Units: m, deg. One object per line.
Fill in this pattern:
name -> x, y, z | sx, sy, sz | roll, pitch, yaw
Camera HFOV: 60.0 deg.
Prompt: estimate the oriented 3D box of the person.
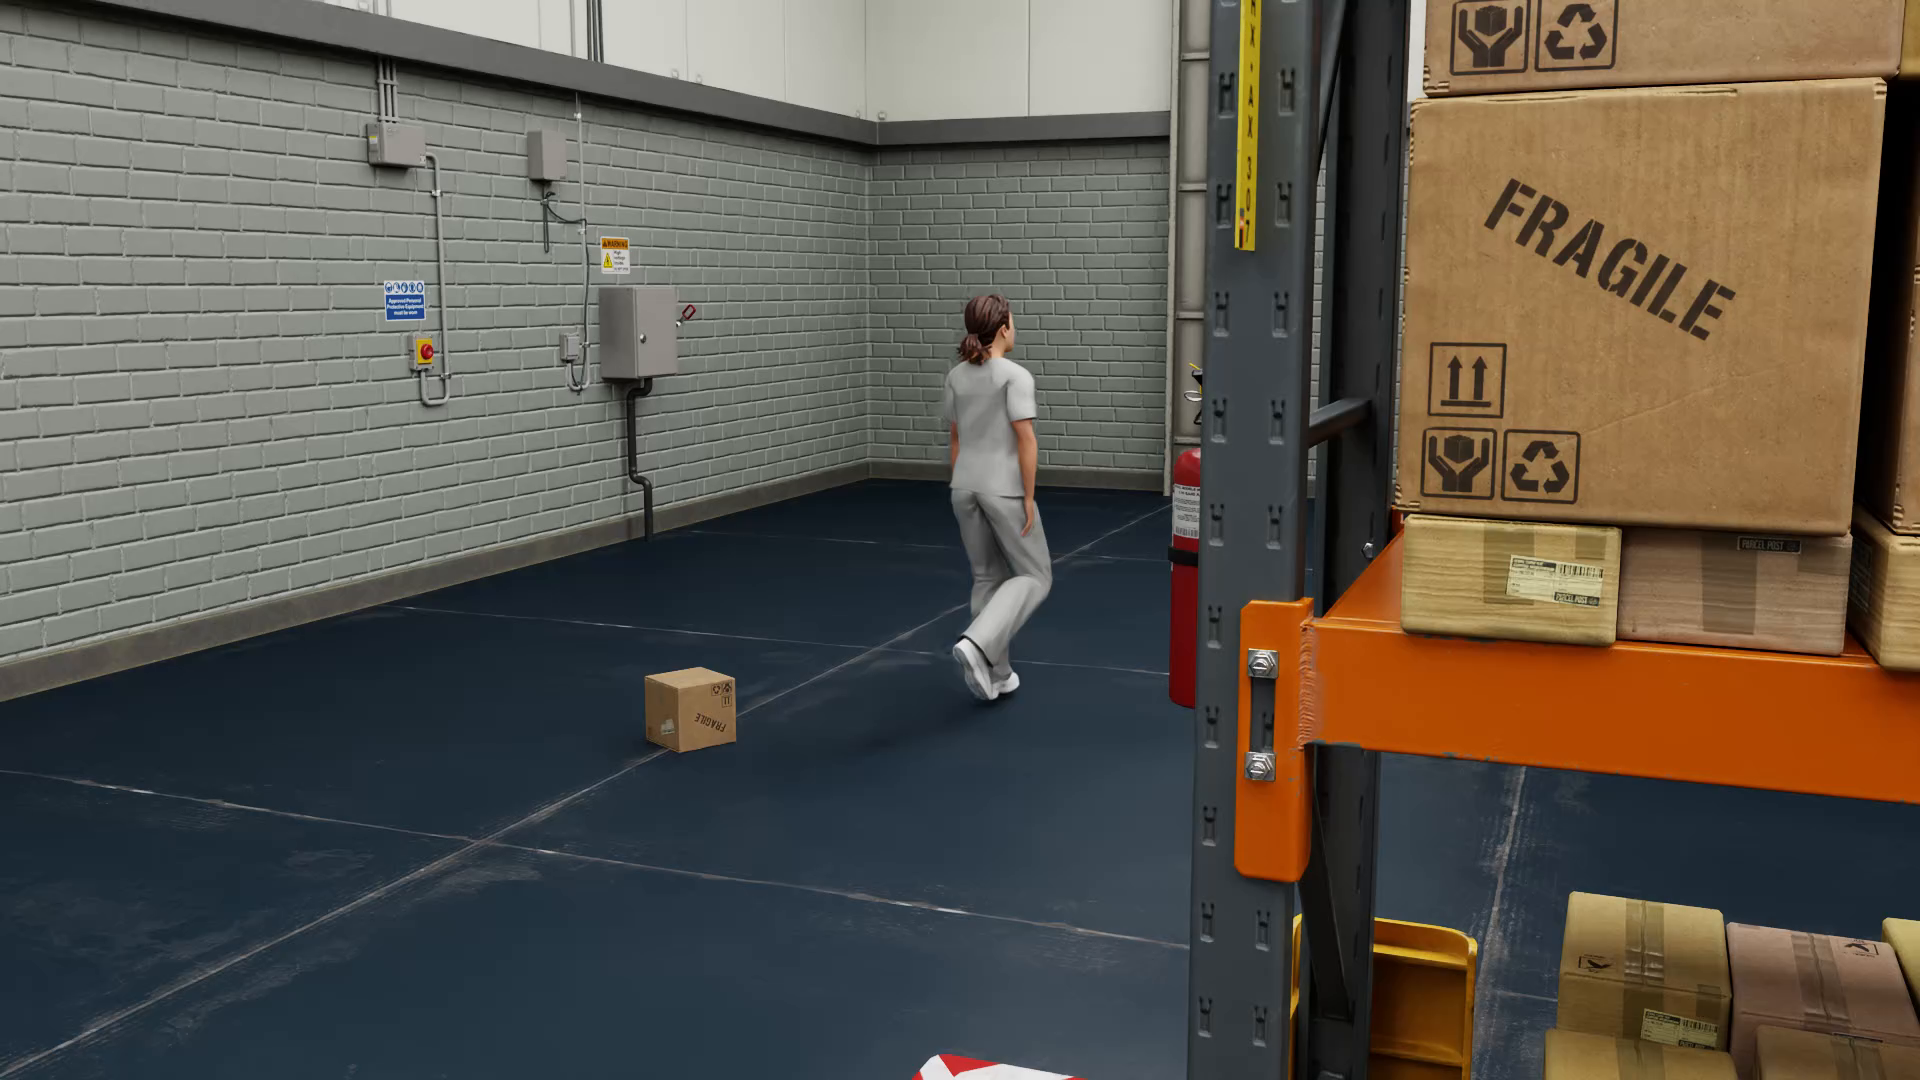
person -> 0.106, -0.158, 6.740 | 0.452, 1.660, 0.566 | 7, 11, 36
